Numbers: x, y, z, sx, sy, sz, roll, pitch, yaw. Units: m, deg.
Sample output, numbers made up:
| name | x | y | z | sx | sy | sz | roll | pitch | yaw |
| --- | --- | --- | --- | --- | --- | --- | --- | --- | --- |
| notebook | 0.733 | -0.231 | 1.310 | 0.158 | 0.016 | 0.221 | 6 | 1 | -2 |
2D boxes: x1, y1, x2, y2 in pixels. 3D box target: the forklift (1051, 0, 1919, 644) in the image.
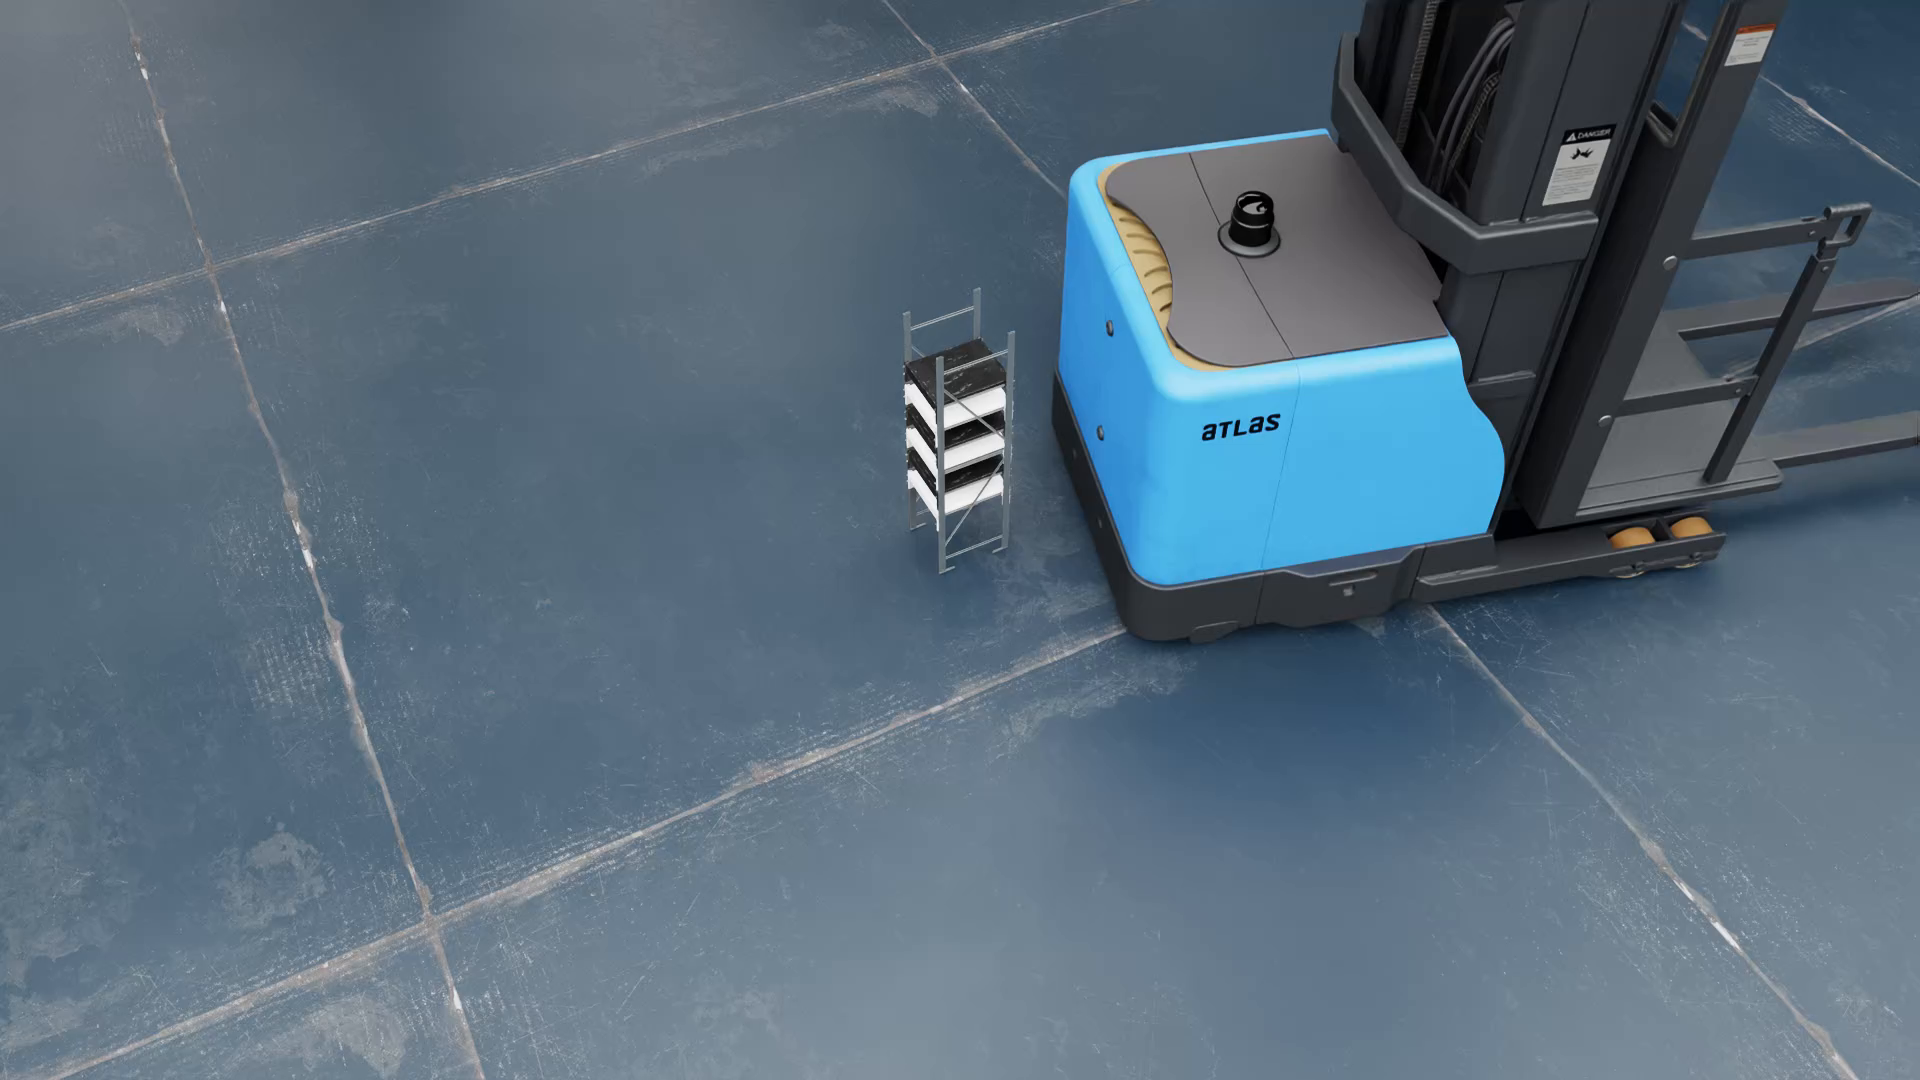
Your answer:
| name | x | y | z | sx | sy | sz | roll | pitch | yaw |
| --- | --- | --- | --- | --- | --- | --- | --- | --- | --- |
| forklift | 1.873 | -1.229 | 4.378 | 3.031 | 2.935 | 1.130 | -9 | 49 | -8 |

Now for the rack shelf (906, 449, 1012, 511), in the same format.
| name | x | y | z | sx | sy | sz | roll | pitch | yaw |
| --- | --- | --- | --- | --- | --- | --- | --- | --- | --- |
| rack shelf | -0.004 | -0.221 | 5.009 | 0.258 | 0.077 | 0.200 | -21 | 52 | -18 |

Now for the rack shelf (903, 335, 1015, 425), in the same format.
| name | x | y | z | sx | sy | sz | roll | pitch | yaw |
| --- | --- | --- | --- | --- | --- | --- | --- | --- | --- |
| rack shelf | -0.004 | -0.458 | 4.738 | 0.258 | 0.077 | 0.200 | -21 | 52 | -18 |

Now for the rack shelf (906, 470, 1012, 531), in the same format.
| name | x | y | z | sx | sy | sz | roll | pitch | yaw |
| --- | --- | --- | --- | --- | --- | --- | --- | --- | --- |
| rack shelf | -0.004 | -0.161 | 5.077 | 0.258 | 0.077 | 0.200 | -21 | 52 | -18 |

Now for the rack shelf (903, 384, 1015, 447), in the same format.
| name | x | y | z | sx | sy | sz | roll | pitch | yaw |
| --- | --- | --- | --- | --- | --- | --- | --- | --- | --- |
| rack shelf | -0.004 | -0.398 | 4.806 | 0.258 | 0.077 | 0.200 | -21 | 52 | -18 |

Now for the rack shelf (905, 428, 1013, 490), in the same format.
| name | x | y | z | sx | sy | sz | roll | pitch | yaw |
| --- | --- | --- | --- | --- | --- | --- | --- | --- | --- |
| rack shelf | -0.004 | -0.280 | 4.941 | 0.258 | 0.077 | 0.200 | -21 | 52 | -18 |

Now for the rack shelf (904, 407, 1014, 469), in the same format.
| name | x | y | z | sx | sy | sz | roll | pitch | yaw |
| --- | --- | --- | --- | --- | --- | --- | --- | --- | --- |
| rack shelf | -0.004 | -0.339 | 4.873 | 0.258 | 0.077 | 0.200 | -21 | 52 | -18 |

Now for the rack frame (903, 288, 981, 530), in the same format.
| name | x | y | z | sx | sy | sz | roll | pitch | yaw |
| --- | --- | --- | --- | --- | --- | --- | --- | --- | --- |
| rack frame | -0.050 | -0.370 | 4.976 | 0.240 | 0.900 | 0.006 | -21 | 52 | -18 |

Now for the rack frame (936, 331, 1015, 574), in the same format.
| name | x | y | z | sx | sy | sz | roll | pitch | yaw |
| --- | --- | --- | --- | --- | --- | --- | --- | --- | --- |
| rack frame | 0.043 | -0.234 | 4.857 | 0.240 | 0.900 | 0.006 | -21 | 52 | -18 |

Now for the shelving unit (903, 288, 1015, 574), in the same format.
| name | x | y | z | sx | sy | sz | roll | pitch | yaw |
| --- | --- | --- | --- | --- | --- | --- | --- | --- | --- |
| shelving unit | -0.004 | -0.302 | 4.916 | 0.258 | 0.900 | 0.210 | -21 | 52 | -18 |
